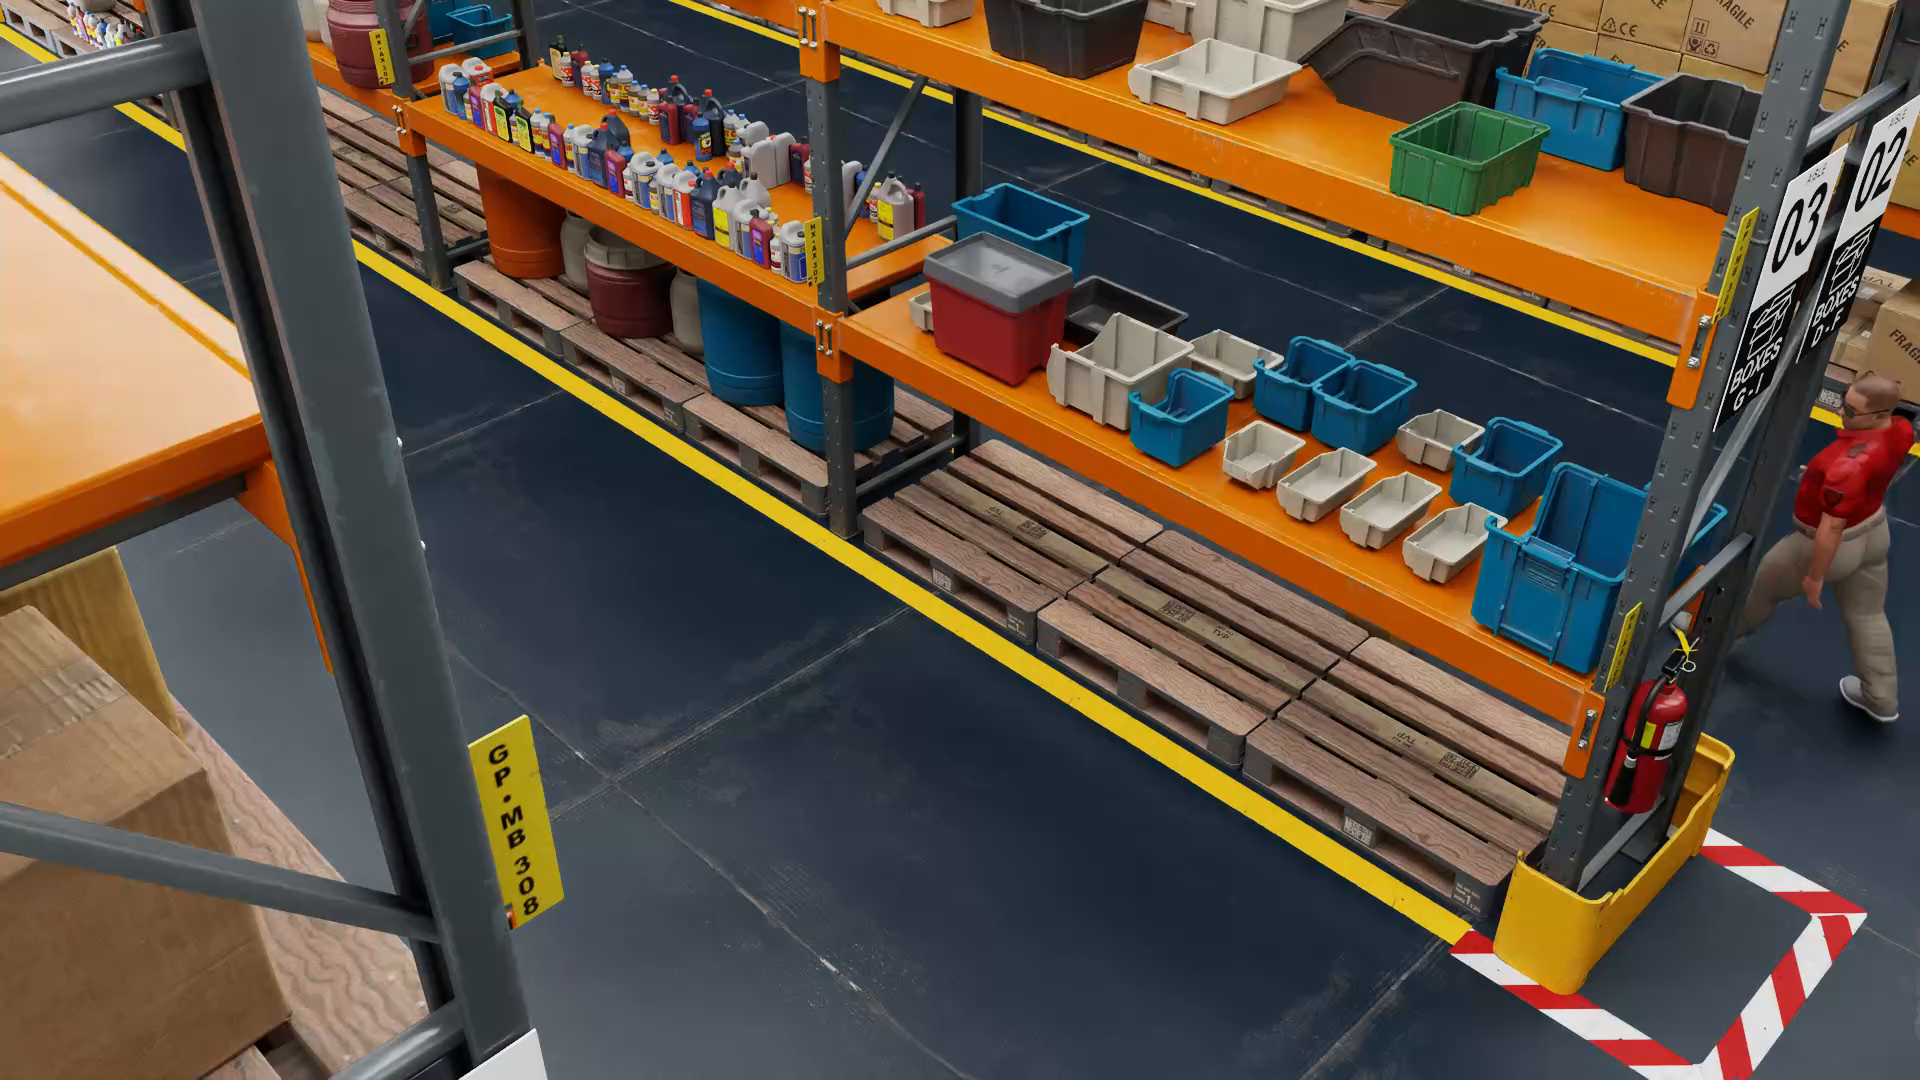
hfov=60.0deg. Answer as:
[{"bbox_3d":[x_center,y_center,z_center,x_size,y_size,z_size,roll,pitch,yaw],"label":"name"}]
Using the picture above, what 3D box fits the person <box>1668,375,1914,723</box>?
[{"bbox_3d":[3.757,-0.046,7.239,0.642,1.655,1.073,-19,39,-25],"label":"person"}]
